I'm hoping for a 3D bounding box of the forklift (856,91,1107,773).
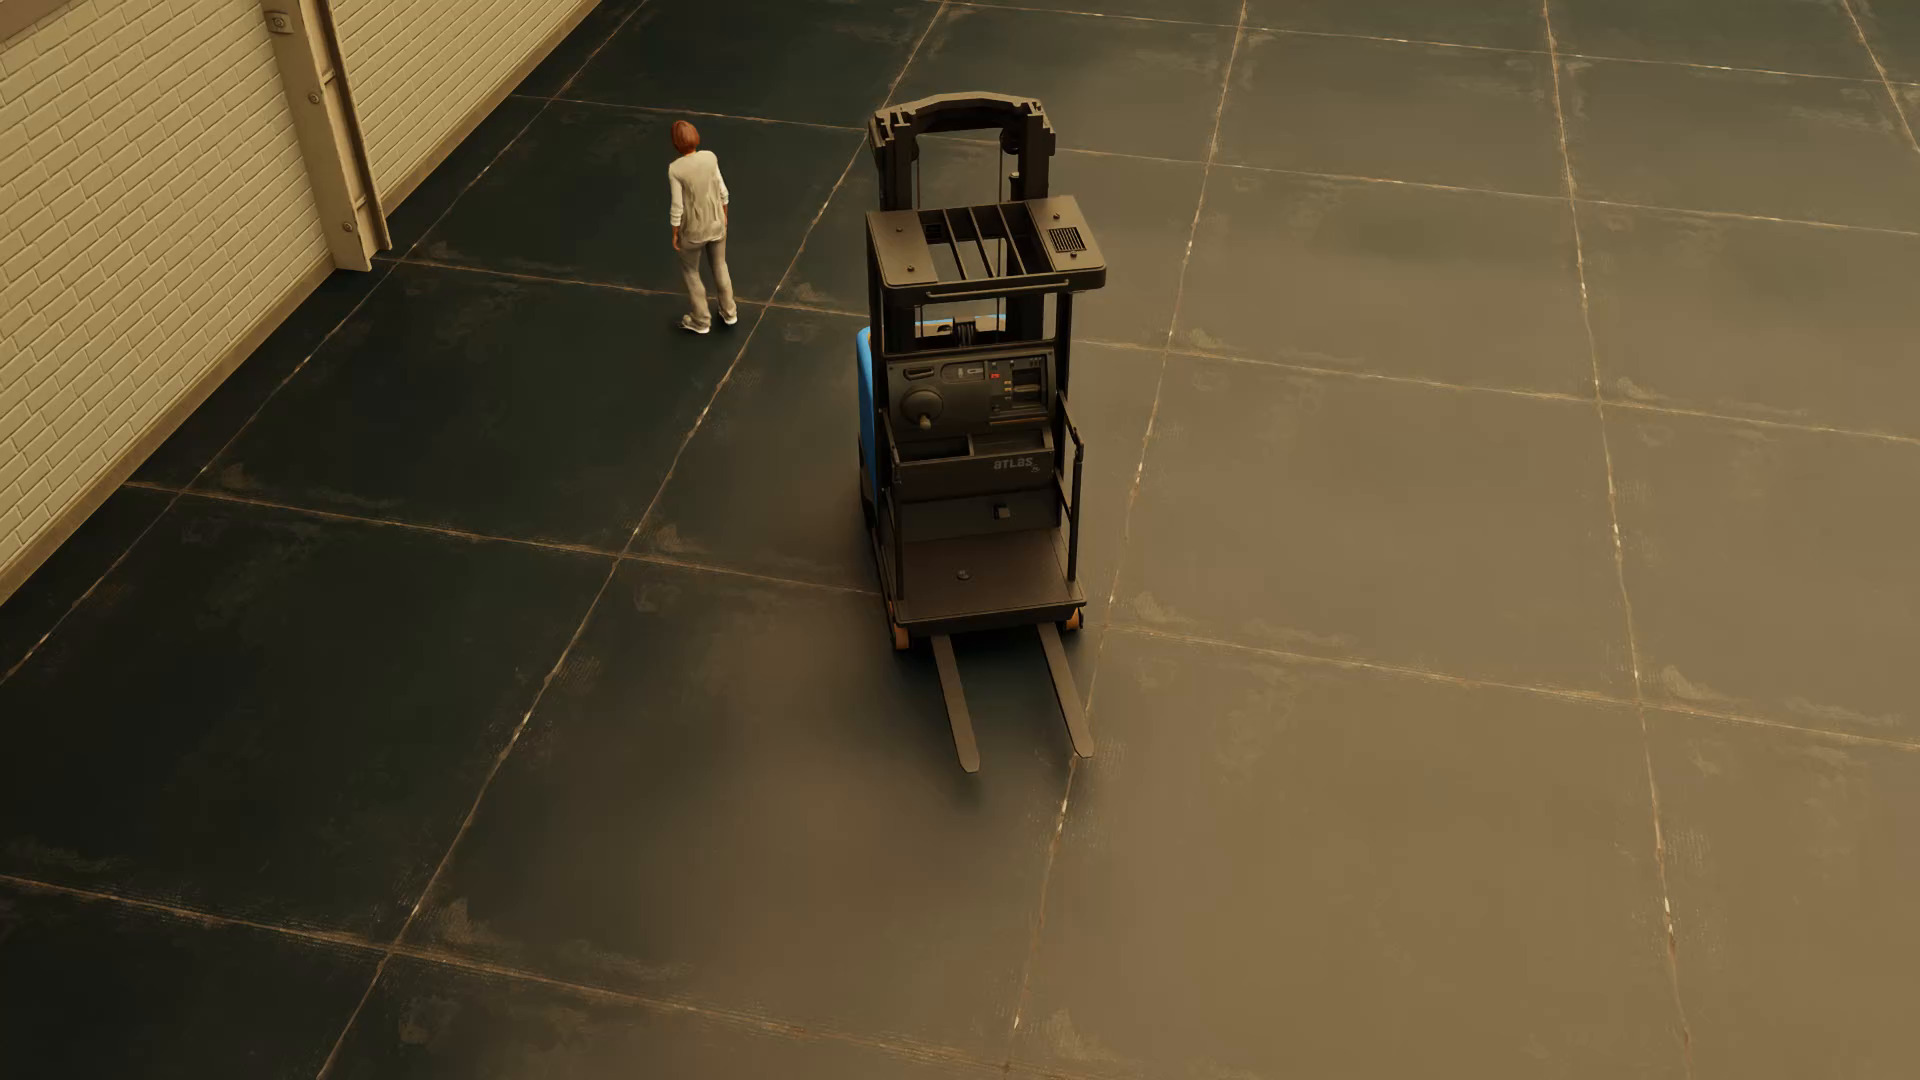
[{"bbox_3d":[0.104,-0.747,8.950,1.130,2.935,3.031,-6,40,-8],"label":"forklift"}]

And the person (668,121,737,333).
[{"bbox_3d":[-1.838,-2.150,11.790,0.459,1.477,0.345,-25,46,-27],"label":"person"}]
